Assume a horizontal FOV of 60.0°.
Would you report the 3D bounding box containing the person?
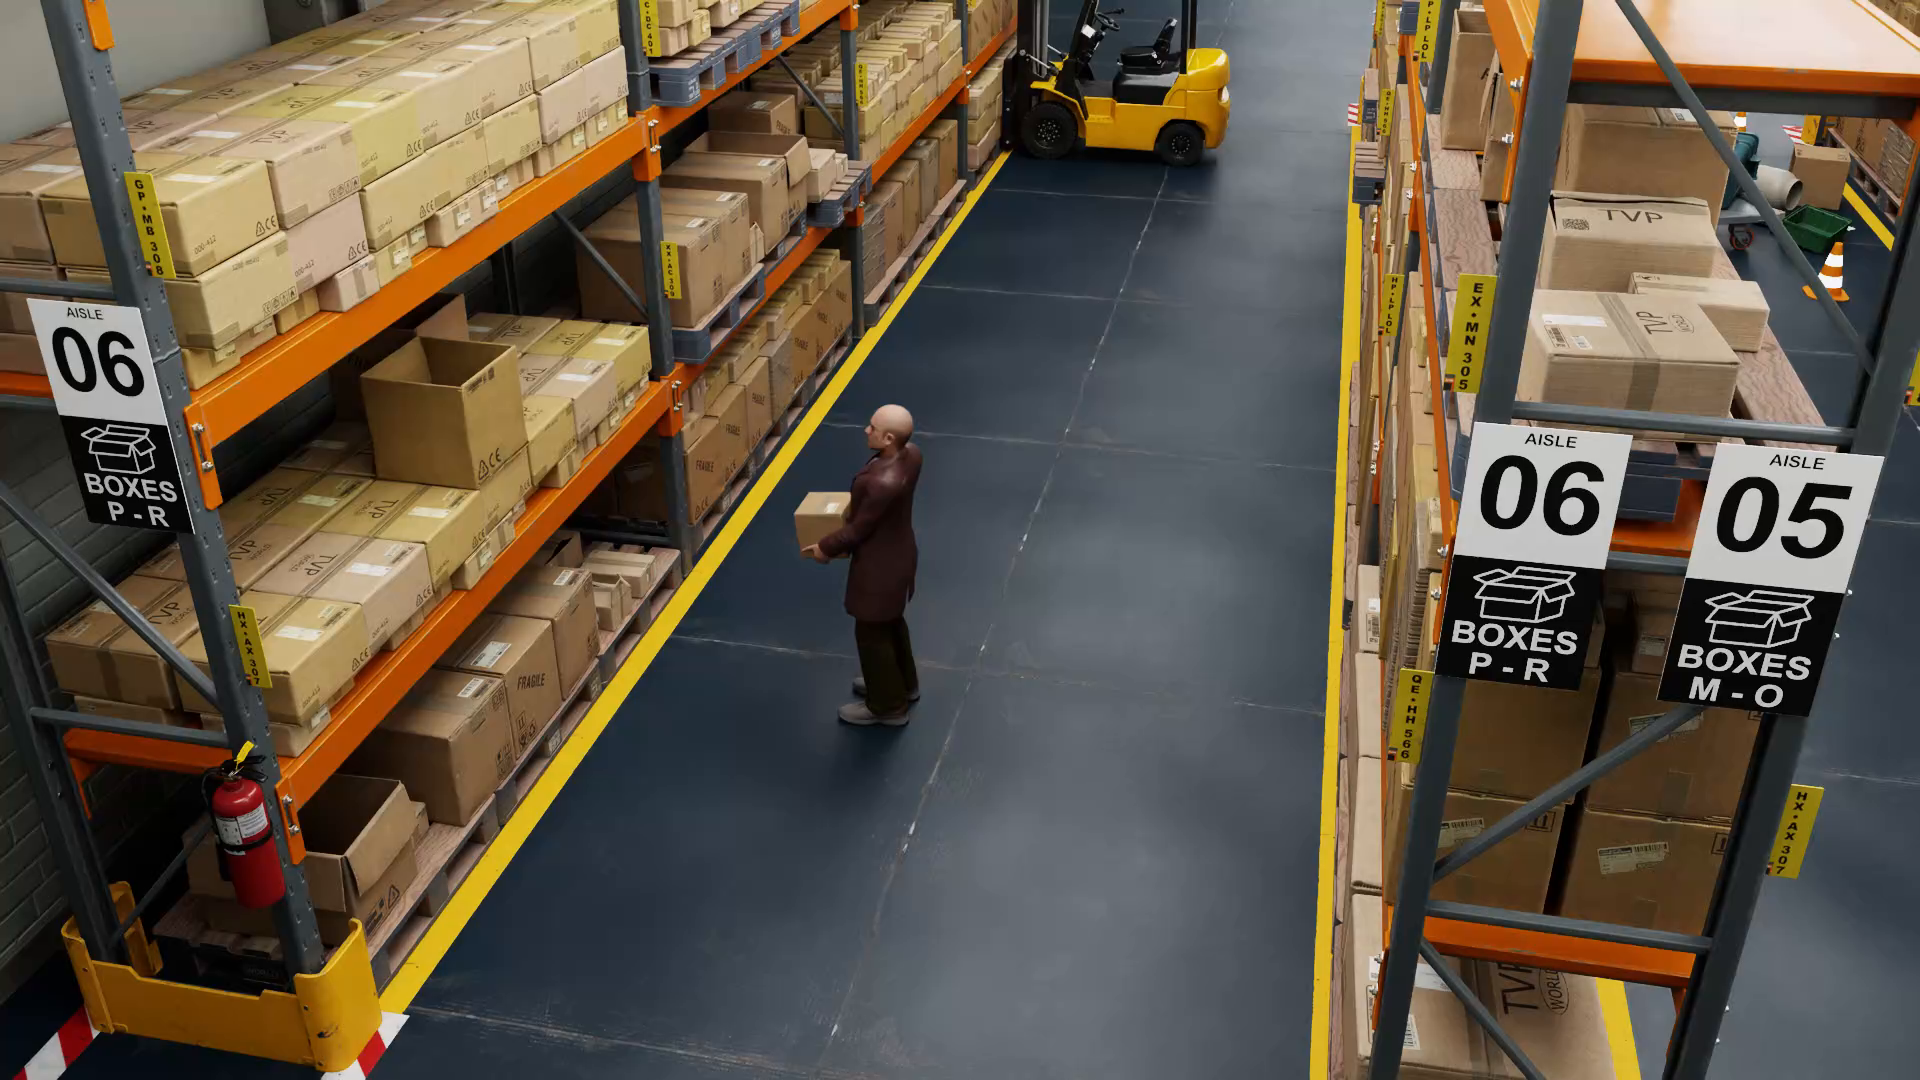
[{"bbox_3d":[-0.490,0.112,8.453,0.563,1.757,0.517,6,29,12],"label":"person"}]
